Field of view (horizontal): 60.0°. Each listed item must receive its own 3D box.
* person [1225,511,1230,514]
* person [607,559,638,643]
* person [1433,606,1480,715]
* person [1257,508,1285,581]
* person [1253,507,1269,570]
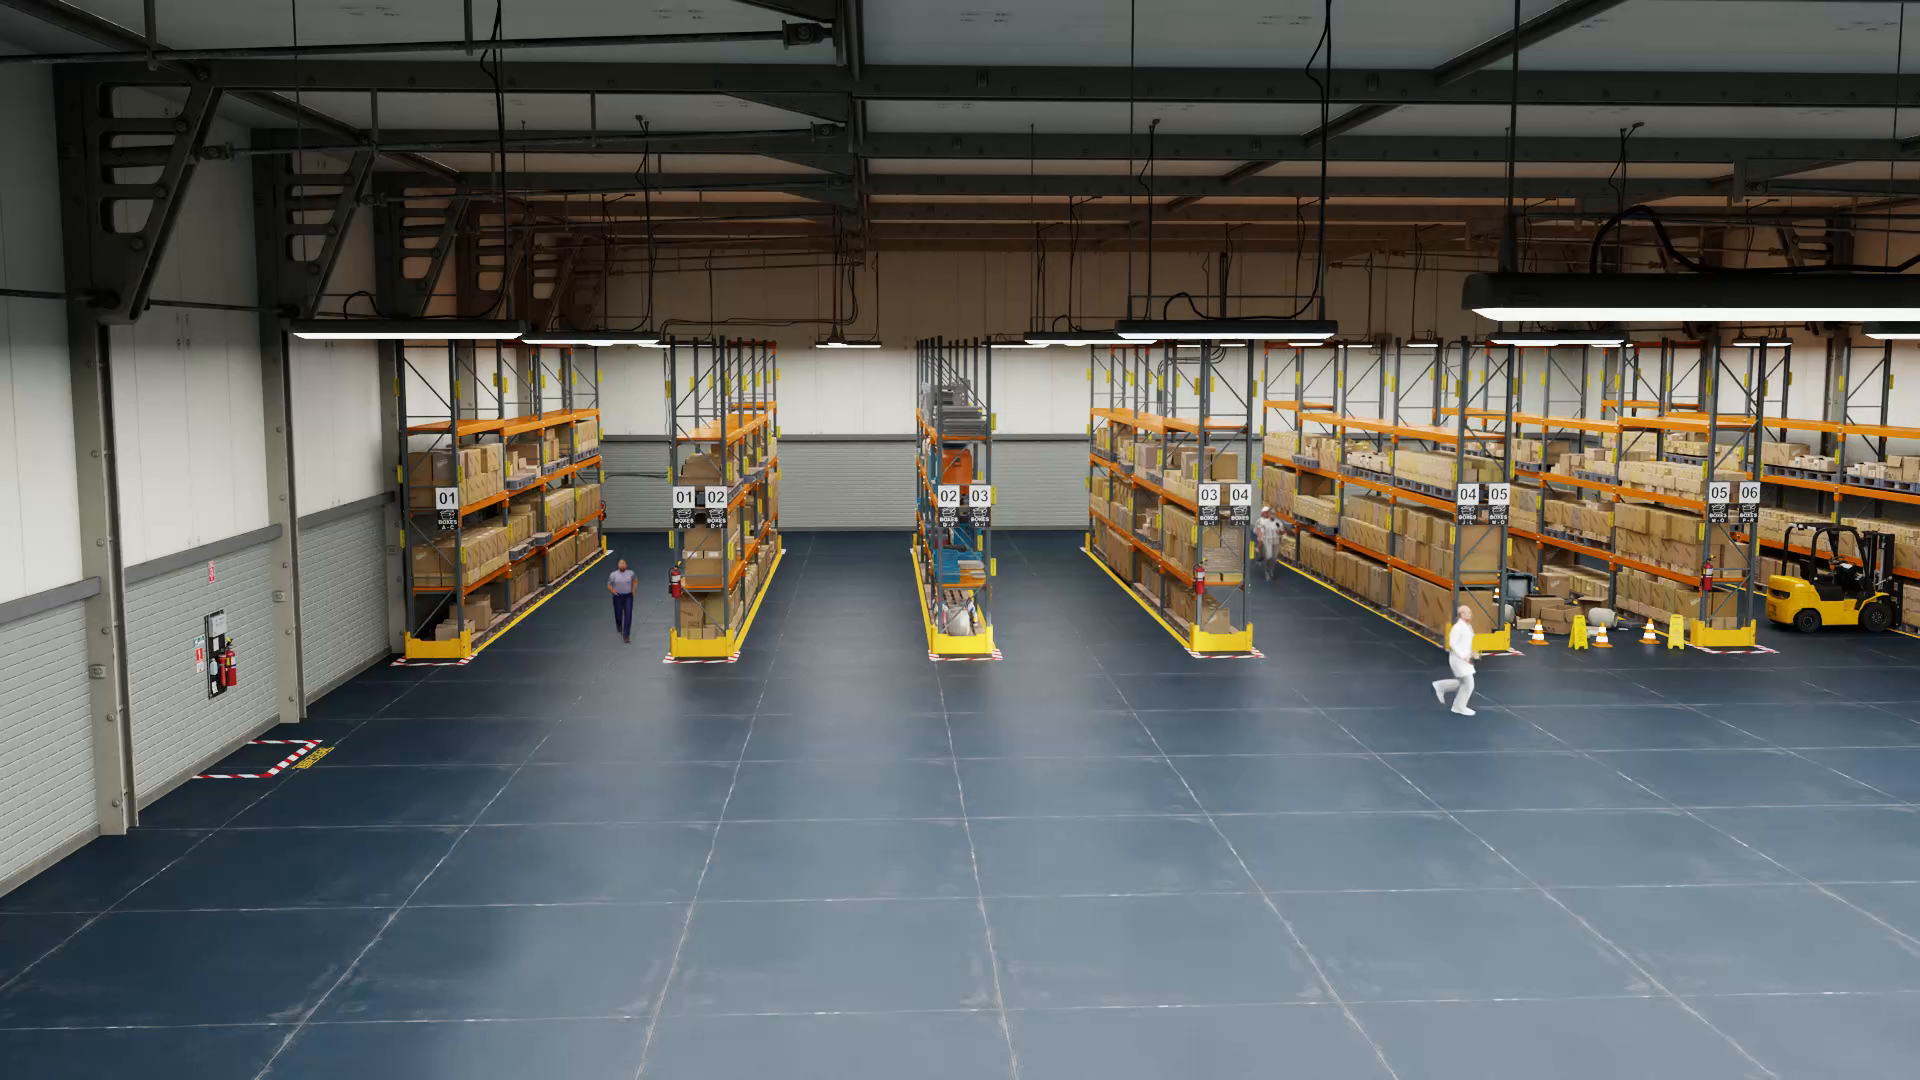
[{"bbox_3d":[7.657,-0.645,48.445,0.601,1.731,0.719,-3,7,-26],"label":"person"},{"bbox_3d":[-6.673,1.181,32.951,0.607,1.640,0.849,-2,7,-14],"label":"person"},{"bbox_3d":[7.829,1.890,26.318,0.693,1.731,0.694,3,7,26],"label":"person"},{"bbox_3d":[7.819,0.114,41.743,0.633,1.850,0.776,-1,7,-6],"label":"person"},{"bbox_3d":[7.887,0.014,42.804,0.677,1.737,0.808,-1,7,-6],"label":"person"}]
